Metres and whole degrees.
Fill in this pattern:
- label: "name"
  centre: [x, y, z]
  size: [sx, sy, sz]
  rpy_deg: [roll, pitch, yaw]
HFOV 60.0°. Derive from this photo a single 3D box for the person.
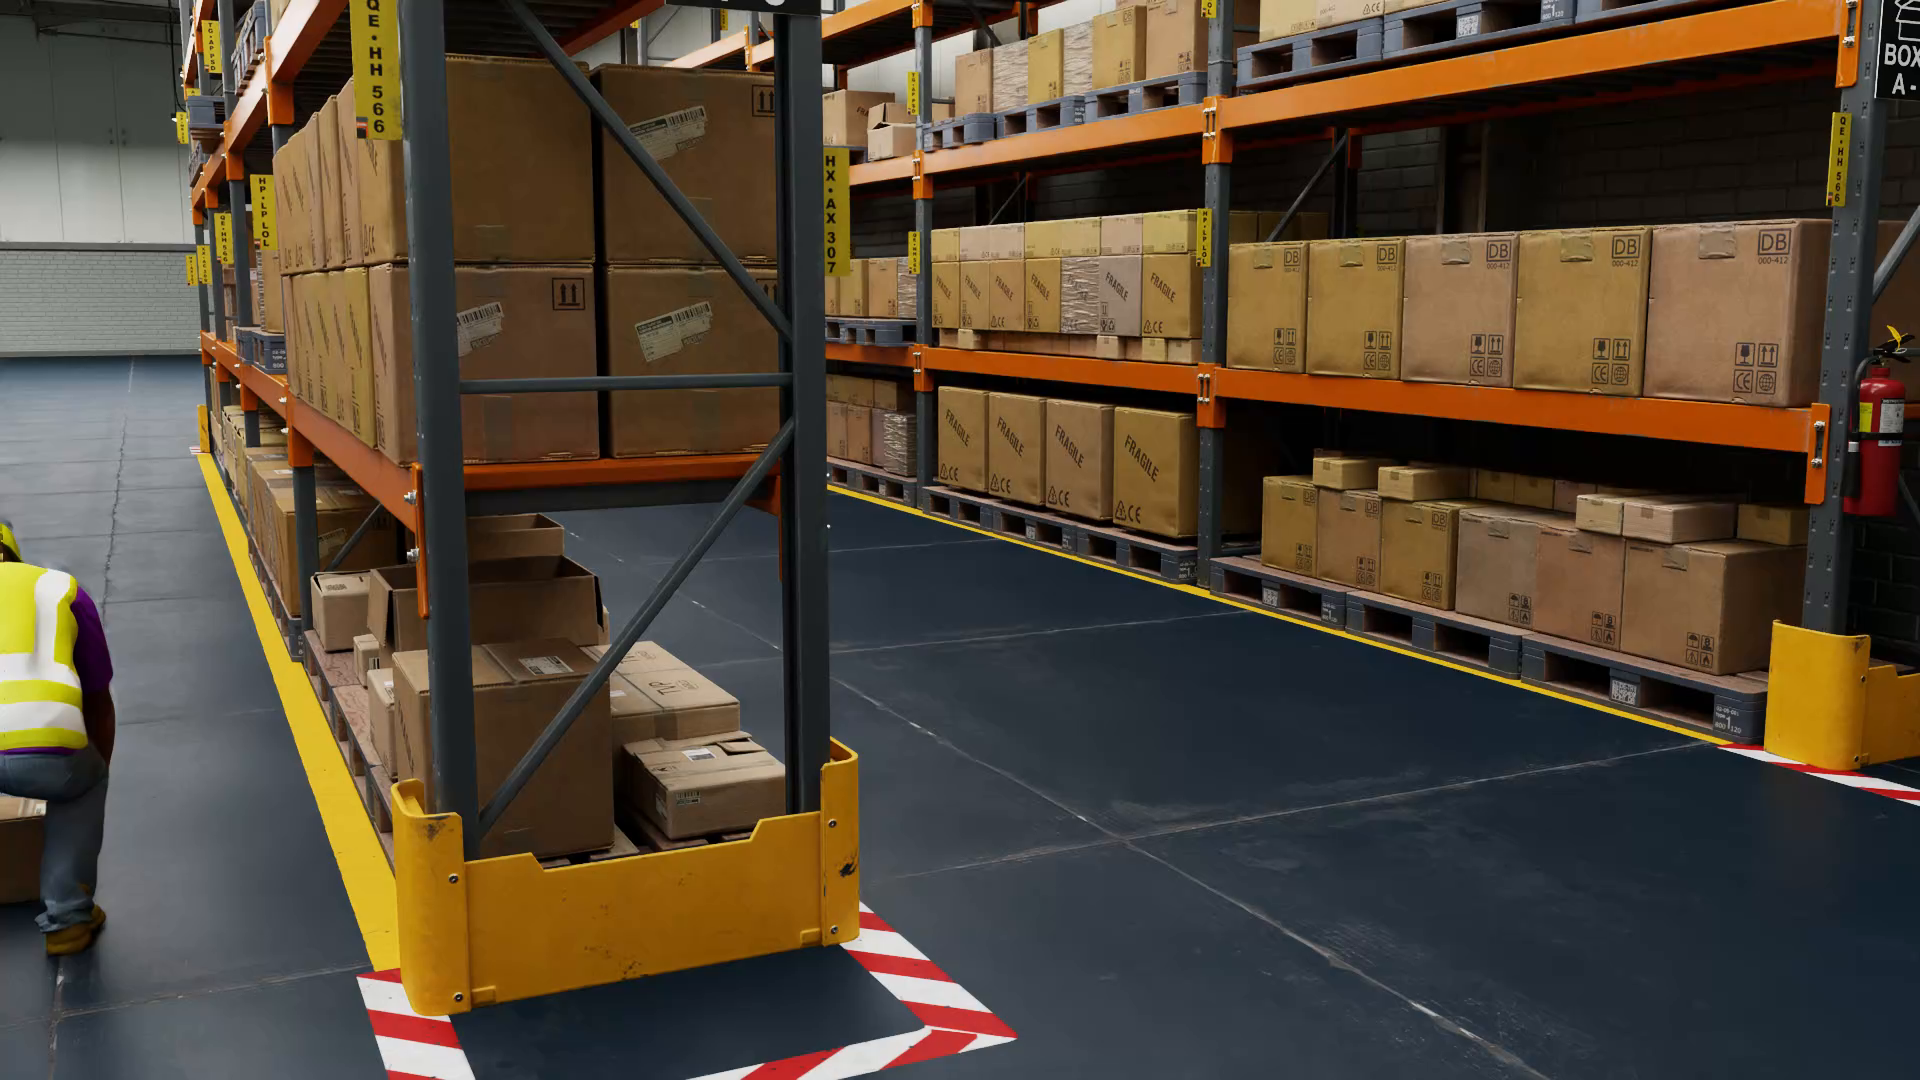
- label: "person"
  centre: [-2.612, 0.526, 4.454]
  size: [0.606, 1.113, 0.869]
  rpy_deg: [-4, 9, -23]
